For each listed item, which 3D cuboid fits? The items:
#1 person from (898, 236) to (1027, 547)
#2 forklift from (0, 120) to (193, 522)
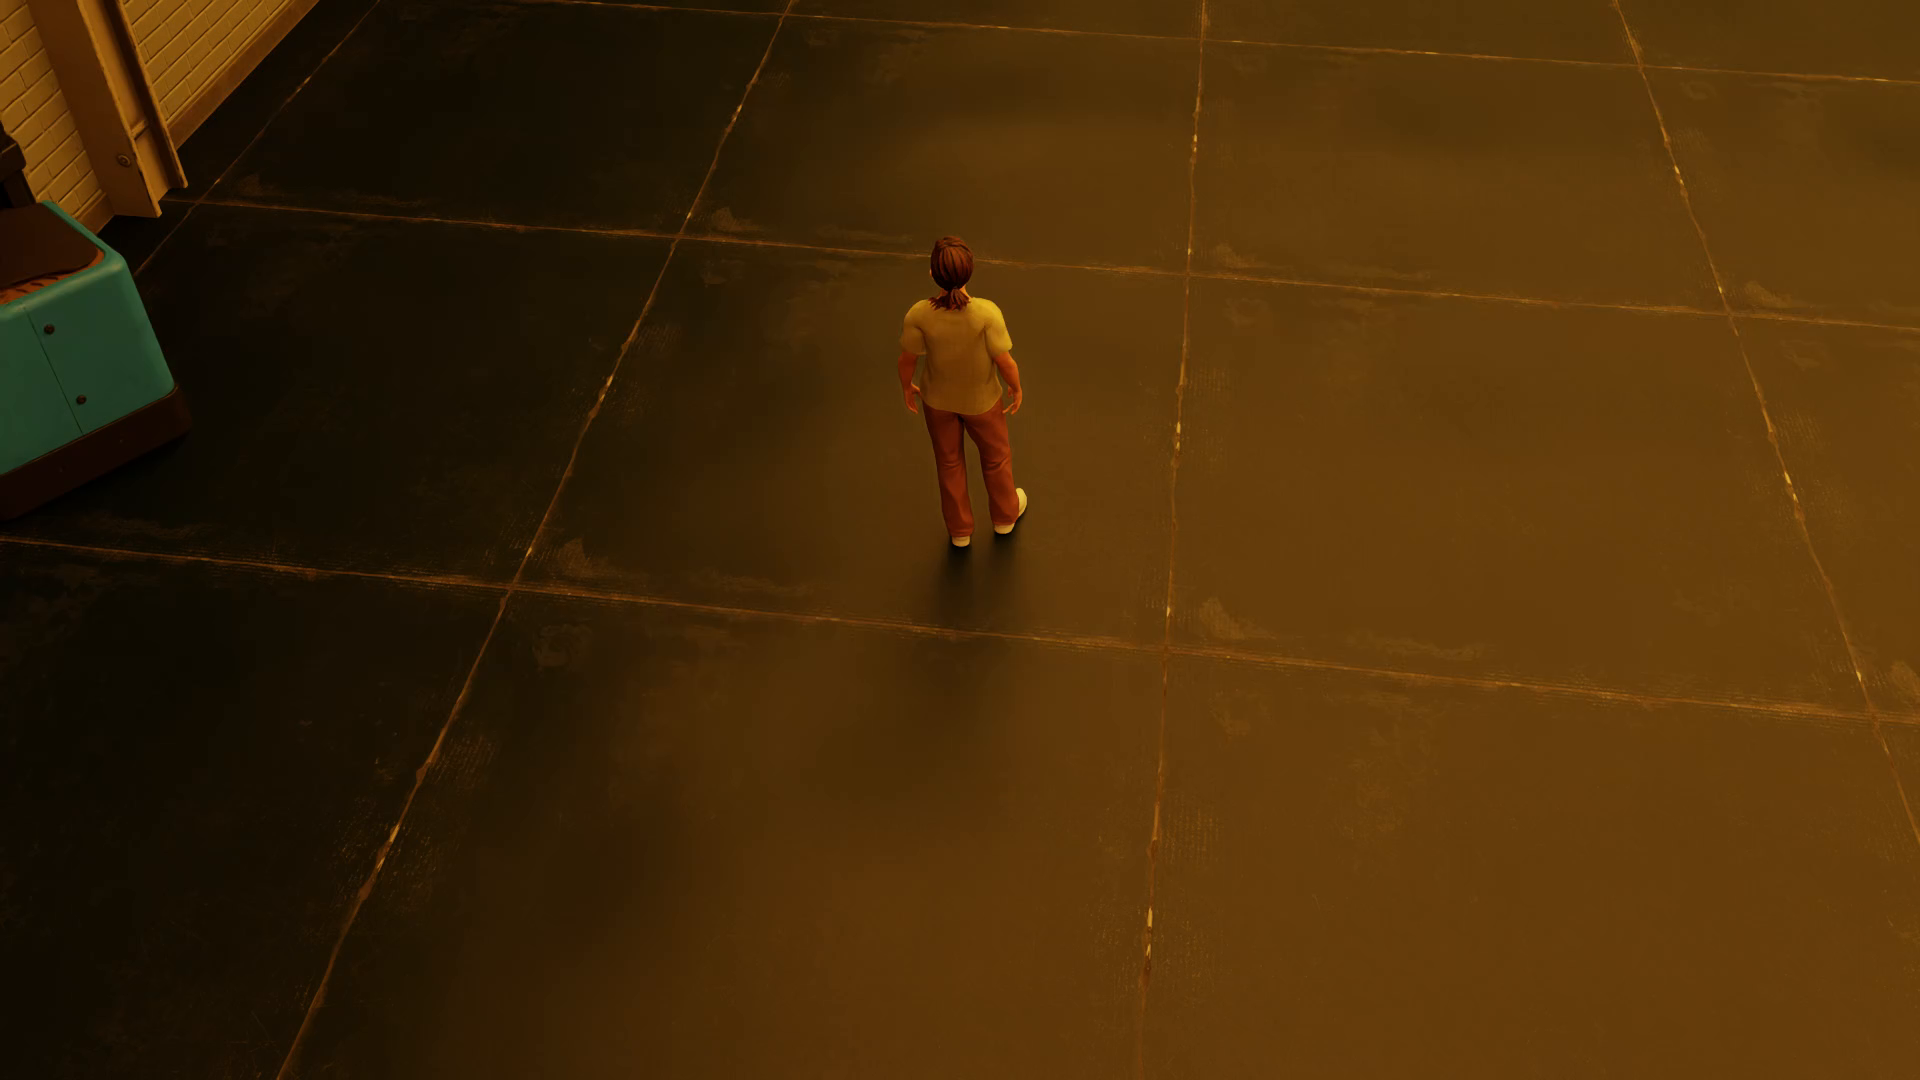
[{"bbox_3d":[0.021,-0.671,7.372,0.553,1.673,0.548,5,43,6],"label":"person"},{"bbox_3d":[-5.310,-2.037,7.942,3.031,2.935,1.130,32,51,30],"label":"forklift"}]
